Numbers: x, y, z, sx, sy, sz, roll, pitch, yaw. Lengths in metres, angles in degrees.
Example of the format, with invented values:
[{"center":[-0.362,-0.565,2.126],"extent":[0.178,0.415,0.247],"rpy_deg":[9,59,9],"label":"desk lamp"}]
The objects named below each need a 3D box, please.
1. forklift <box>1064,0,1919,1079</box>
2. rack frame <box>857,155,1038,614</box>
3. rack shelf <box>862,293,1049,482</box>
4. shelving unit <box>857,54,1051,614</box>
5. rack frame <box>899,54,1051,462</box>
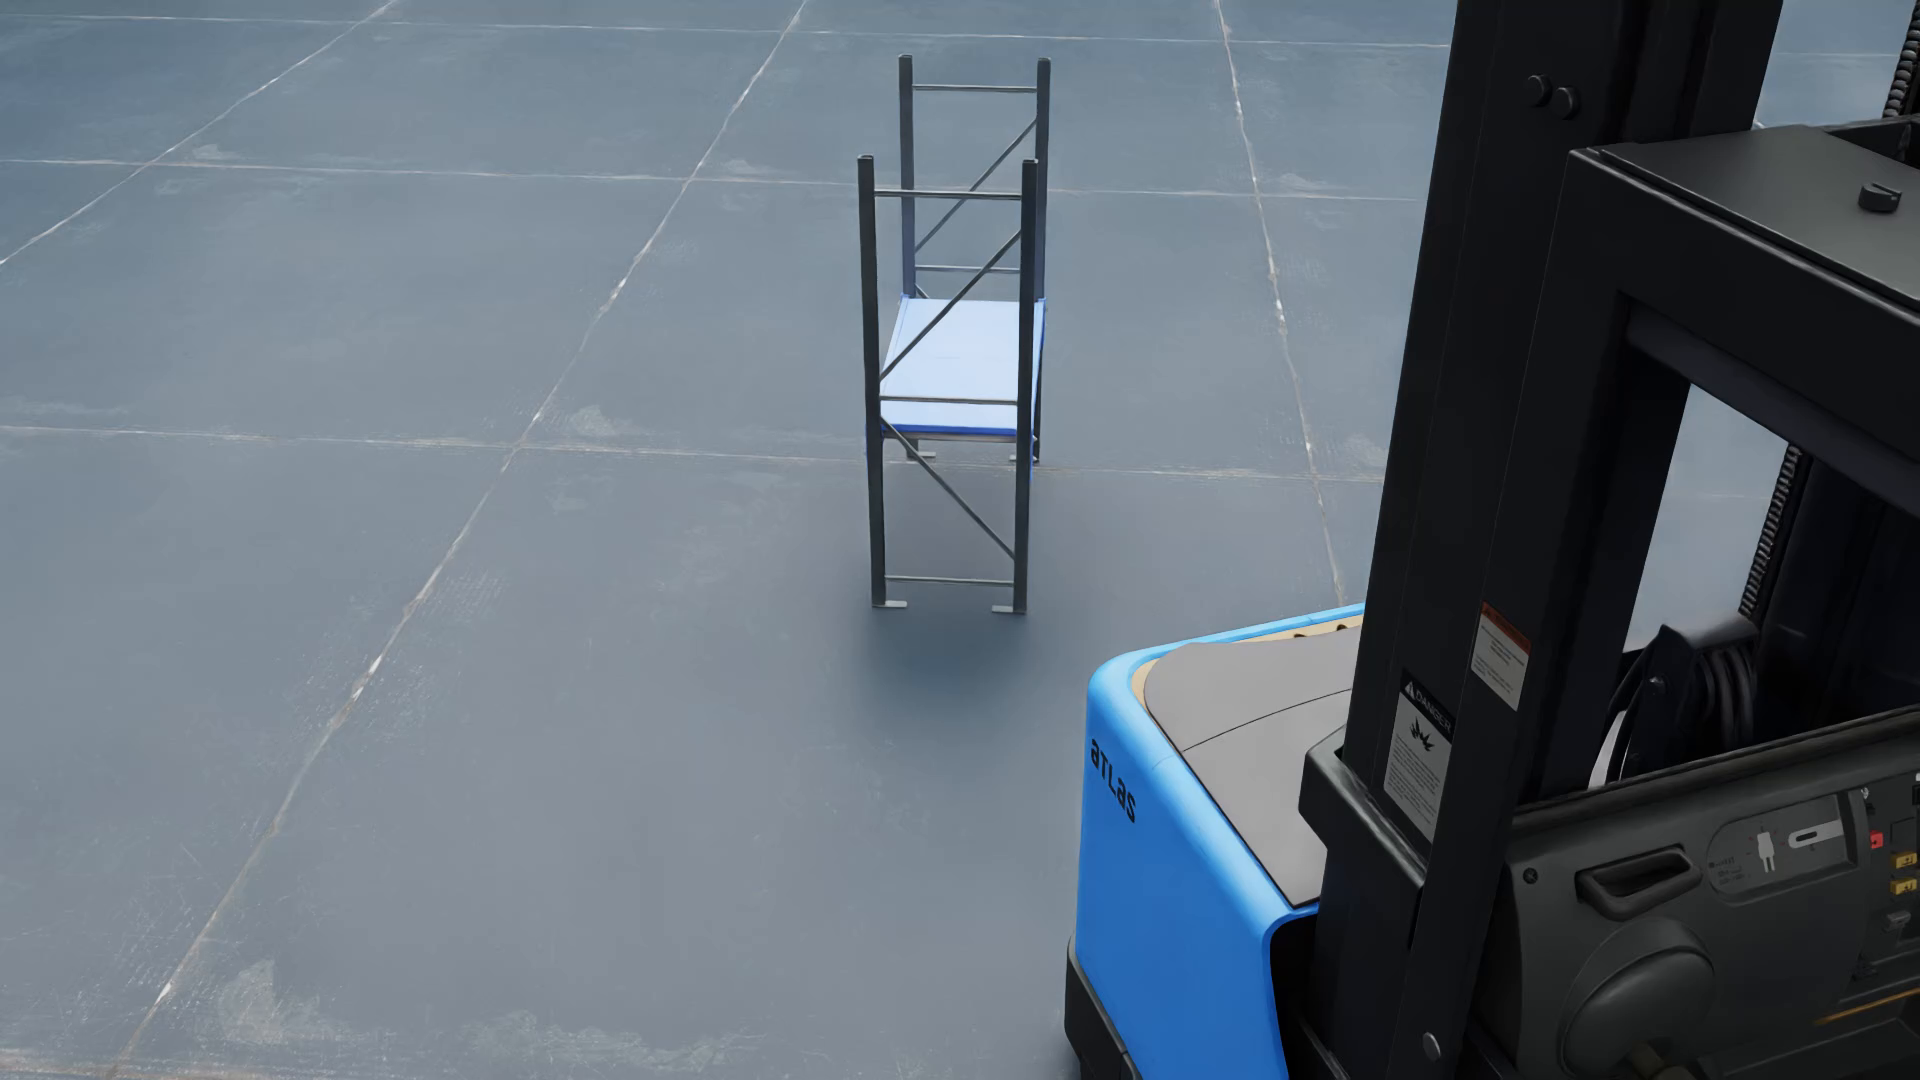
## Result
[{"center":[1.207,0.549,2.066],"extent":[1.130,2.935,3.031],"rpy_deg":[-10,33,-16],"label":"forklift"},{"center":[-0.034,-0.417,4.998],"extent":[0.500,1.500,0.032],"rpy_deg":[2,32,4],"label":"rack frame"},{"center":[0.007,-0.530,5.523],"extent":[0.538,0.185,1.000],"rpy_deg":[2,32,4],"label":"rack shelf"},{"center":[0.007,-0.683,5.429],"extent":[0.538,1.500,1.048],"rpy_deg":[2,32,4],"label":"shelving unit"},{"center":[0.048,-0.949,5.860],"extent":[0.500,1.500,0.032],"rpy_deg":[2,32,4],"label":"rack frame"}]
